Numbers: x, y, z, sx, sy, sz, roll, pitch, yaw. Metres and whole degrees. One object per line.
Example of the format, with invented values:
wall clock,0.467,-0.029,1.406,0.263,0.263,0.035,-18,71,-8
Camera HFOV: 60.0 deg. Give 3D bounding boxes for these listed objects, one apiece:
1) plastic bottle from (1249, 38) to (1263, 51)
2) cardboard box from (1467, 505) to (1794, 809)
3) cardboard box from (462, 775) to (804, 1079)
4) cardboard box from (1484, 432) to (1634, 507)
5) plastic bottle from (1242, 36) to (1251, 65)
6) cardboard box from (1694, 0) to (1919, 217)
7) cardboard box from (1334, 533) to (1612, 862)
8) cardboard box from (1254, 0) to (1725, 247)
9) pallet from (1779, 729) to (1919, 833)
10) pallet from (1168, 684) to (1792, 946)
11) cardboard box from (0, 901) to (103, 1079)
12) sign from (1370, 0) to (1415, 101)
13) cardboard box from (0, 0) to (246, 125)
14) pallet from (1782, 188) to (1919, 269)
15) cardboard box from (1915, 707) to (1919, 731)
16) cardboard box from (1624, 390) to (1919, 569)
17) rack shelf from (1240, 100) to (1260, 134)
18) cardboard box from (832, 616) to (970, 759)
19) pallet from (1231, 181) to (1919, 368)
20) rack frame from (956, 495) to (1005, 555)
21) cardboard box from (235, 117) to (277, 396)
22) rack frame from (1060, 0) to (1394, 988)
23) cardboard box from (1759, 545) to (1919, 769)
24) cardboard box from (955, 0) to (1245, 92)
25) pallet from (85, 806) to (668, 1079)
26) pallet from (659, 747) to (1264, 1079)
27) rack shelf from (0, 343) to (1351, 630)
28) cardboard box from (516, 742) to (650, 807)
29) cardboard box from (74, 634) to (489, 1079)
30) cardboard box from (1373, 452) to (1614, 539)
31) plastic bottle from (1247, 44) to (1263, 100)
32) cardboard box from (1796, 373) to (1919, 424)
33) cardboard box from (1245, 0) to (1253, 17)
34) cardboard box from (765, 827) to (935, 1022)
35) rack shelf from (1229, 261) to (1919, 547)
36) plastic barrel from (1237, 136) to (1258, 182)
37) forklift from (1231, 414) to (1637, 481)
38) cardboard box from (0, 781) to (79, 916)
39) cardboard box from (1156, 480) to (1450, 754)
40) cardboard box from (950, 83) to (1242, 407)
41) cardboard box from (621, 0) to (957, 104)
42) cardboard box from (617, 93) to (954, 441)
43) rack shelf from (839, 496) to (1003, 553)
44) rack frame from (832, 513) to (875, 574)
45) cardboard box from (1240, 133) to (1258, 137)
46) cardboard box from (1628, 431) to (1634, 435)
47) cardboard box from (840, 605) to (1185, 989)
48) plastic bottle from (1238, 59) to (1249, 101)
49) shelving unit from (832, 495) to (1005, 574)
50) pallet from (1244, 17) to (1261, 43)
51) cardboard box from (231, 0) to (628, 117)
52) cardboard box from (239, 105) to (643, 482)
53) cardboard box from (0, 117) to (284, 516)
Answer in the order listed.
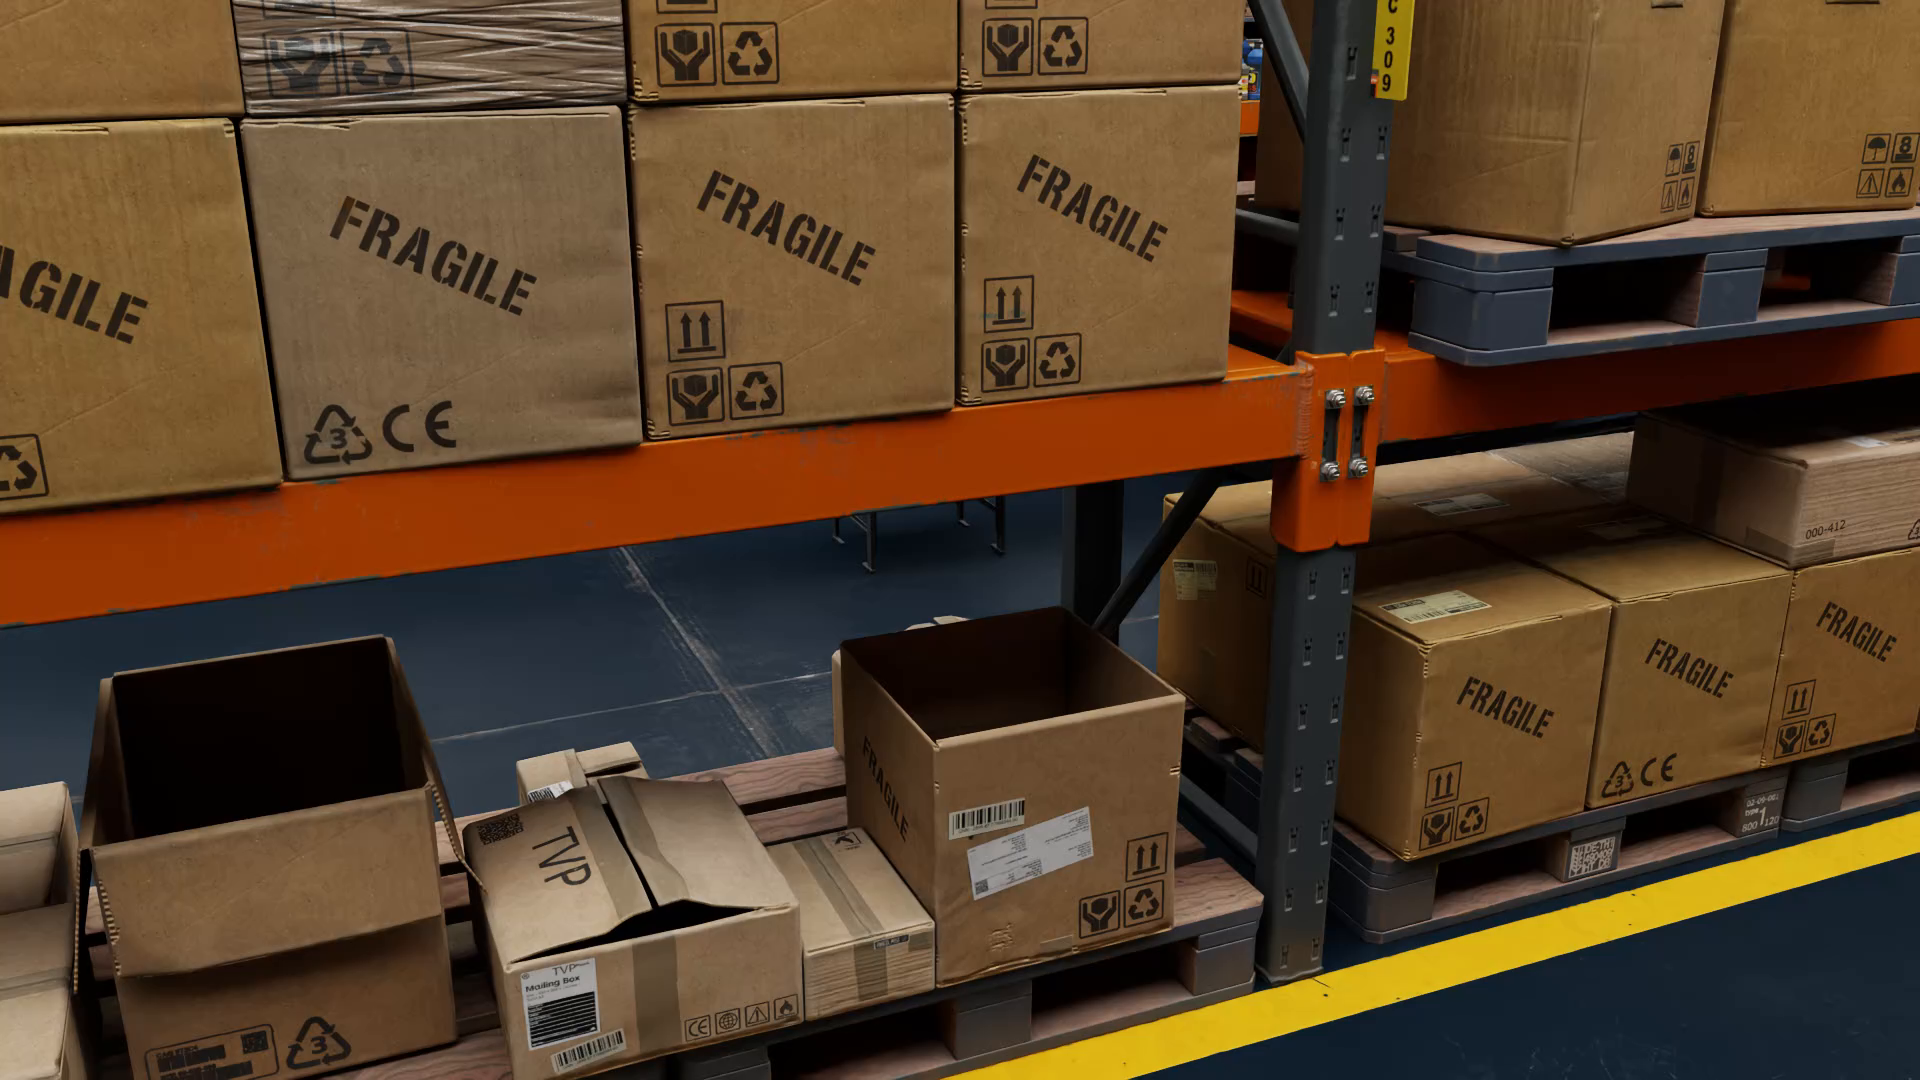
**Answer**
plastic bottle,1.688,-2.676,9.293,0.135,0.276,0.152,-8,21,-22
cardboard box,1.525,0.253,3.889,0.500,0.500,0.500,-8,21,-21
cardboard box,-0.600,0.665,3.003,0.500,0.311,0.500,-8,21,-22
cardboard box,1.757,0.035,4.508,0.500,0.500,0.500,-8,21,-21
plastic bottle,1.571,-2.667,9.274,0.097,0.271,0.097,0,19,0
cardboard box,1.629,-1.005,3.577,0.500,0.500,0.700,-5,20,-13
cardboard box,1.040,0.326,3.680,0.500,0.500,0.500,-9,21,-24
cardboard box,1.023,-0.895,3.265,0.500,0.500,0.700,-17,26,-40
pallet,2.353,0.379,4.628,1.213,0.211,1.003,-8,21,-22
pallet,1.231,0.541,4.168,1.213,0.211,1.003,-8,21,-22
cardboard box,-1.644,0.843,2.589,0.500,0.250,0.500,-8,21,-22
sign,0.721,-0.900,2.758,0.005,0.325,0.100,-8,21,-22
cardboard box,-1.257,-0.829,2.204,0.500,0.500,0.500,-8,21,-22
pallet,2.388,-0.834,4.164,1.213,0.211,1.003,-8,21,-22
cardboard box,2.451,0.123,4.258,0.500,0.500,0.500,-9,21,-24
cardboard box,1.958,-0.159,3.929,0.500,0.250,0.500,-8,21,-22
rack shelf,0.377,-2.091,8.527,4.000,0.370,1.077,-8,21,-22
cardboard box,0.028,0.394,3.772,0.500,0.311,0.500,-8,21,-22
pallet,1.276,-0.637,3.604,1.213,0.211,1.003,-8,21,-22
rack frame,0.072,-1.001,5.703,0.015,2.100,0.400,-8,21,-22
cardboard box,-1.472,-0.518,2.827,0.500,0.500,0.500,-8,21,-23
rack frame,0.499,-0.656,3.368,0.127,3.000,1.000,-8,21,-22
cardboard box,1.987,0.189,4.069,0.500,0.500,0.500,-8,21,-21
cardboard box,0.137,-1.029,2.773,0.500,0.500,0.500,-8,21,-22
pallet,-1.254,0.911,3.116,1.213,0.211,1.003,-8,21,-22
pallet,-0.132,0.750,3.576,1.213,0.211,1.003,-8,21,-22
rack shelf,-1.337,-0.054,2.741,4.000,0.370,1.077,-8,21,-22
cardboard box,-0.762,0.579,3.465,0.250,0.166,0.380,-8,21,-22
cardboard box,-1.224,0.563,3.004,0.637,0.503,0.797,-8,21,-22
cardboard box,1.296,0.101,4.321,0.500,0.500,0.500,-8,21,-22
plastic bottle,1.507,-2.384,8.469,0.097,0.271,0.097,0,19,0
cardboard box,2.418,-0.225,4.117,0.500,0.250,0.500,-9,21,-23
cardboard box,2.369,-4.720,14.124,0.637,0.503,0.797,-6,20,-16
cardboard box,-0.232,0.710,3.118,0.250,0.149,0.380,-8,21,-22
rack shelf,2.335,-0.580,4.235,4.000,0.370,1.077,-8,21,-22
plastic barrel,1.771,-1.798,9.247,0.708,0.830,0.600,-8,21,-22
forklift,2.394,-1.841,6.836,3.031,2.935,1.130,-11,22,-28
cardboard box,-1.888,0.697,3.003,0.500,0.250,0.500,-8,21,-22
cardboard box,0.839,0.163,4.143,0.500,0.500,0.500,-8,21,-22
cardboard box,0.142,-0.559,2.943,0.500,0.500,0.500,-8,21,-21
cardboard box,-0.332,-0.961,2.579,0.500,0.500,0.500,-9,21,-23
cardboard box,-0.331,-0.491,2.749,0.500,0.500,0.500,-8,21,-20
rack shelf,-0.152,-0.295,5.848,0.480,0.518,0.431,-8,21,-22
rack frame,-0.376,-0.937,5.520,0.015,2.100,0.400,-8,21,-22
cardboard box,2.393,-3.553,14.699,0.500,0.500,0.700,-10,22,-27
cardboard box,2.223,-0.033,4.699,0.500,0.500,0.500,-9,21,-24
cardboard box,0.088,0.477,3.252,0.500,0.500,0.500,-8,21,-22
plastic bottle,1.418,-2.338,8.444,0.097,0.201,0.097,0,19,0
shelving unit,-0.152,-0.969,5.611,0.503,2.100,0.431,-8,21,-22
pallet,2.053,-4.386,14.251,1.213,0.211,1.003,-8,21,-22
cardboard box,-0.795,-0.895,2.391,0.500,0.500,0.500,-8,21,-21
cardboard box,-0.802,-0.423,2.555,0.500,0.500,0.500,-8,21,-21
cardboard box,-1.269,-0.355,2.362,0.500,0.500,0.500,-8,21,-21
